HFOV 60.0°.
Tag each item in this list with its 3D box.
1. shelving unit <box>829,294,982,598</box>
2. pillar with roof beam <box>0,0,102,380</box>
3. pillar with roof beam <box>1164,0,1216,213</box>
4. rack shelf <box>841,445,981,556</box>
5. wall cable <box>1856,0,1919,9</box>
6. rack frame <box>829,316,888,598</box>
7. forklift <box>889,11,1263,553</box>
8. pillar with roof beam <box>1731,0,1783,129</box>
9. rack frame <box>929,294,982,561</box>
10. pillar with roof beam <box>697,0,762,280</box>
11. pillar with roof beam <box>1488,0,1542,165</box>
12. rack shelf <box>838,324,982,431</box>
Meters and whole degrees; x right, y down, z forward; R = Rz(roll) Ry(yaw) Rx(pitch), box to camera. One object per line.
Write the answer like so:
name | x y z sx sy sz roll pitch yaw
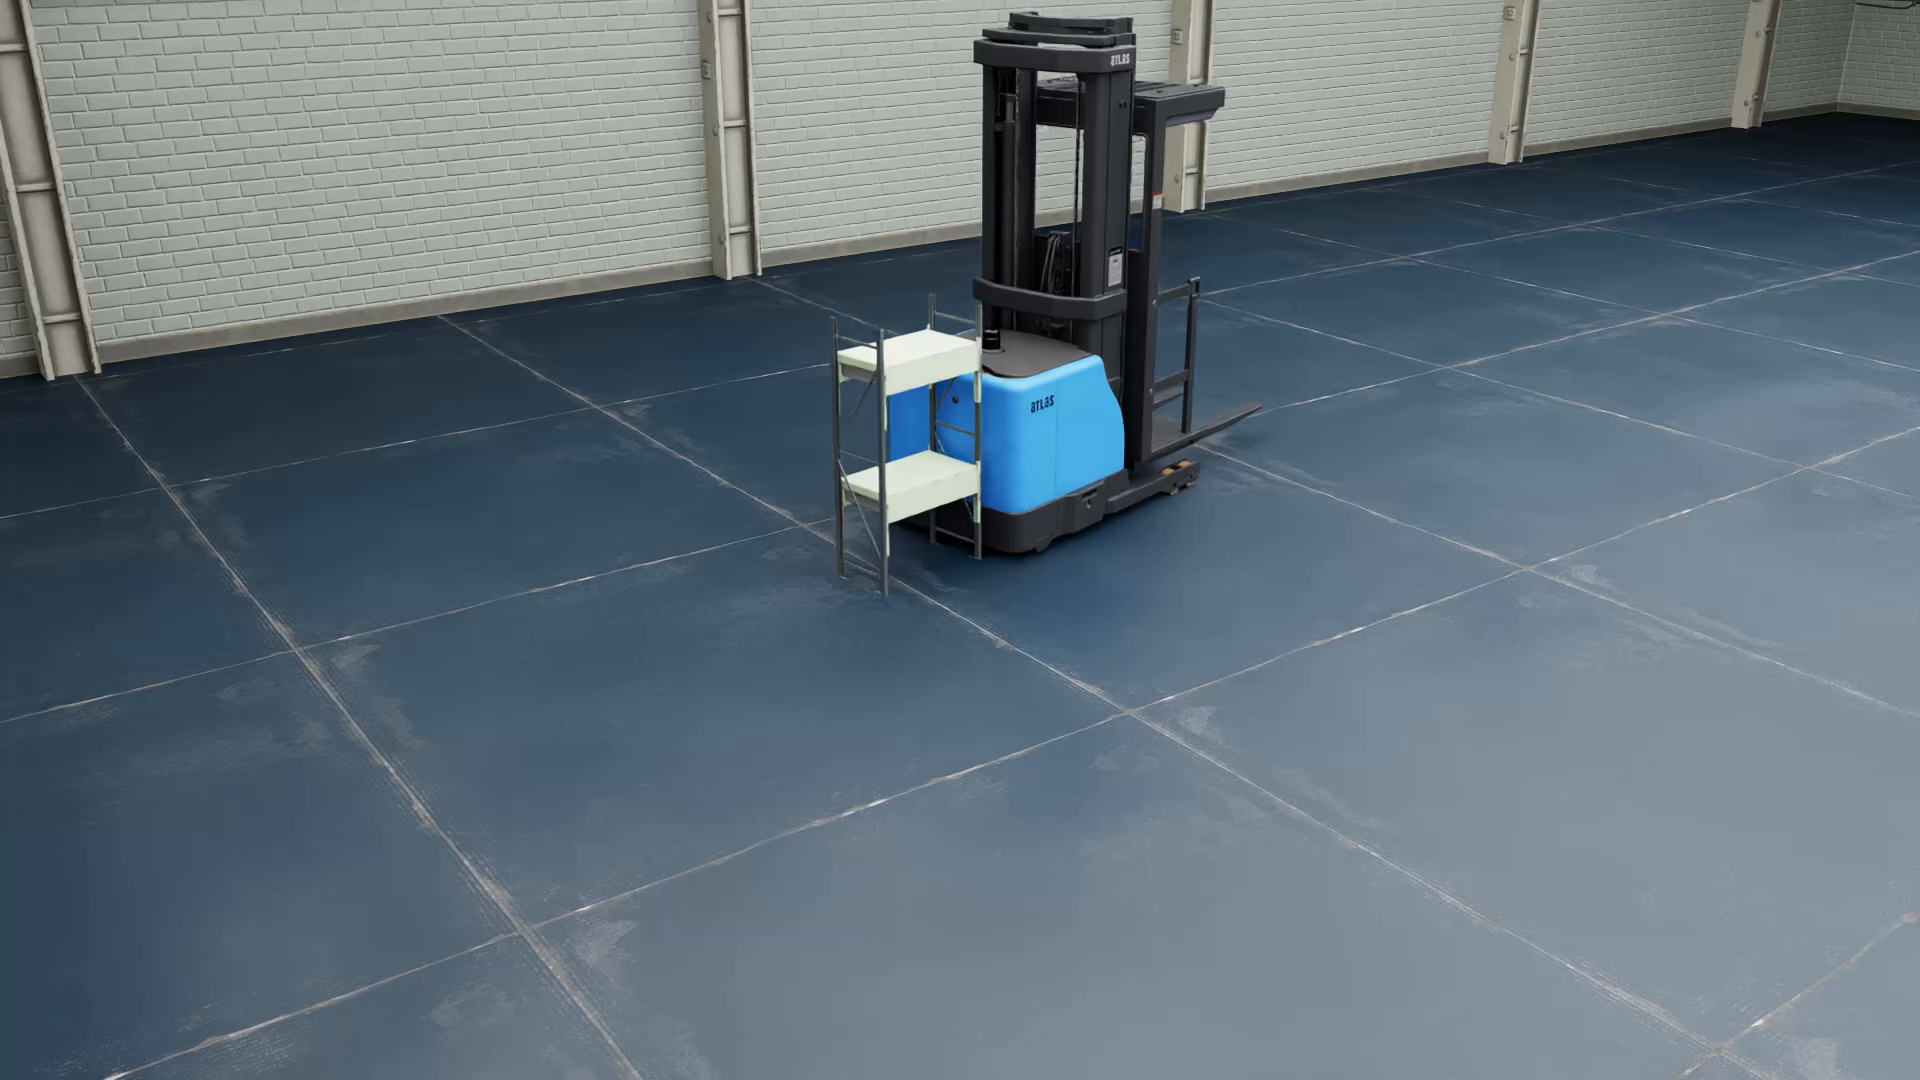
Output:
shelving unit | -0.285 -0.532 9.207 0.431 1.500 0.755 20 29 41
pillar with roof beam | -4.568 -4.222 8.335 0.400 9.000 9.100 -15 26 -33
pillar with roof beam | 5.173 -6.819 14.844 0.400 9.000 9.100 -15 26 -33
rack shelf | -0.285 -0.229 9.327 0.431 0.370 0.720 20 29 41
wall cable | 15.564 -9.509 25.775 0.112 2.526 3.097 -15 26 -33
rack frame | -0.543 -0.436 8.966 0.400 1.500 0.023 20 29 41
forklift | 0.900 -1.757 10.346 1.130 2.935 3.031 17 28 37
pillar with roof beam | 14.914 -9.417 21.353 0.400 9.000 9.100 -15 26 -33
rack frame | -0.027 -0.628 9.447 0.400 1.500 0.023 20 29 41
pillar with roof beam | 0.303 -5.521 11.589 0.400 9.000 9.100 -15 26 -33
pillar with roof beam | 10.044 -8.118 18.098 0.400 9.000 9.100 -15 26 -33
rack shelf | -0.285 -0.895 9.062 0.431 0.370 0.720 20 29 41
